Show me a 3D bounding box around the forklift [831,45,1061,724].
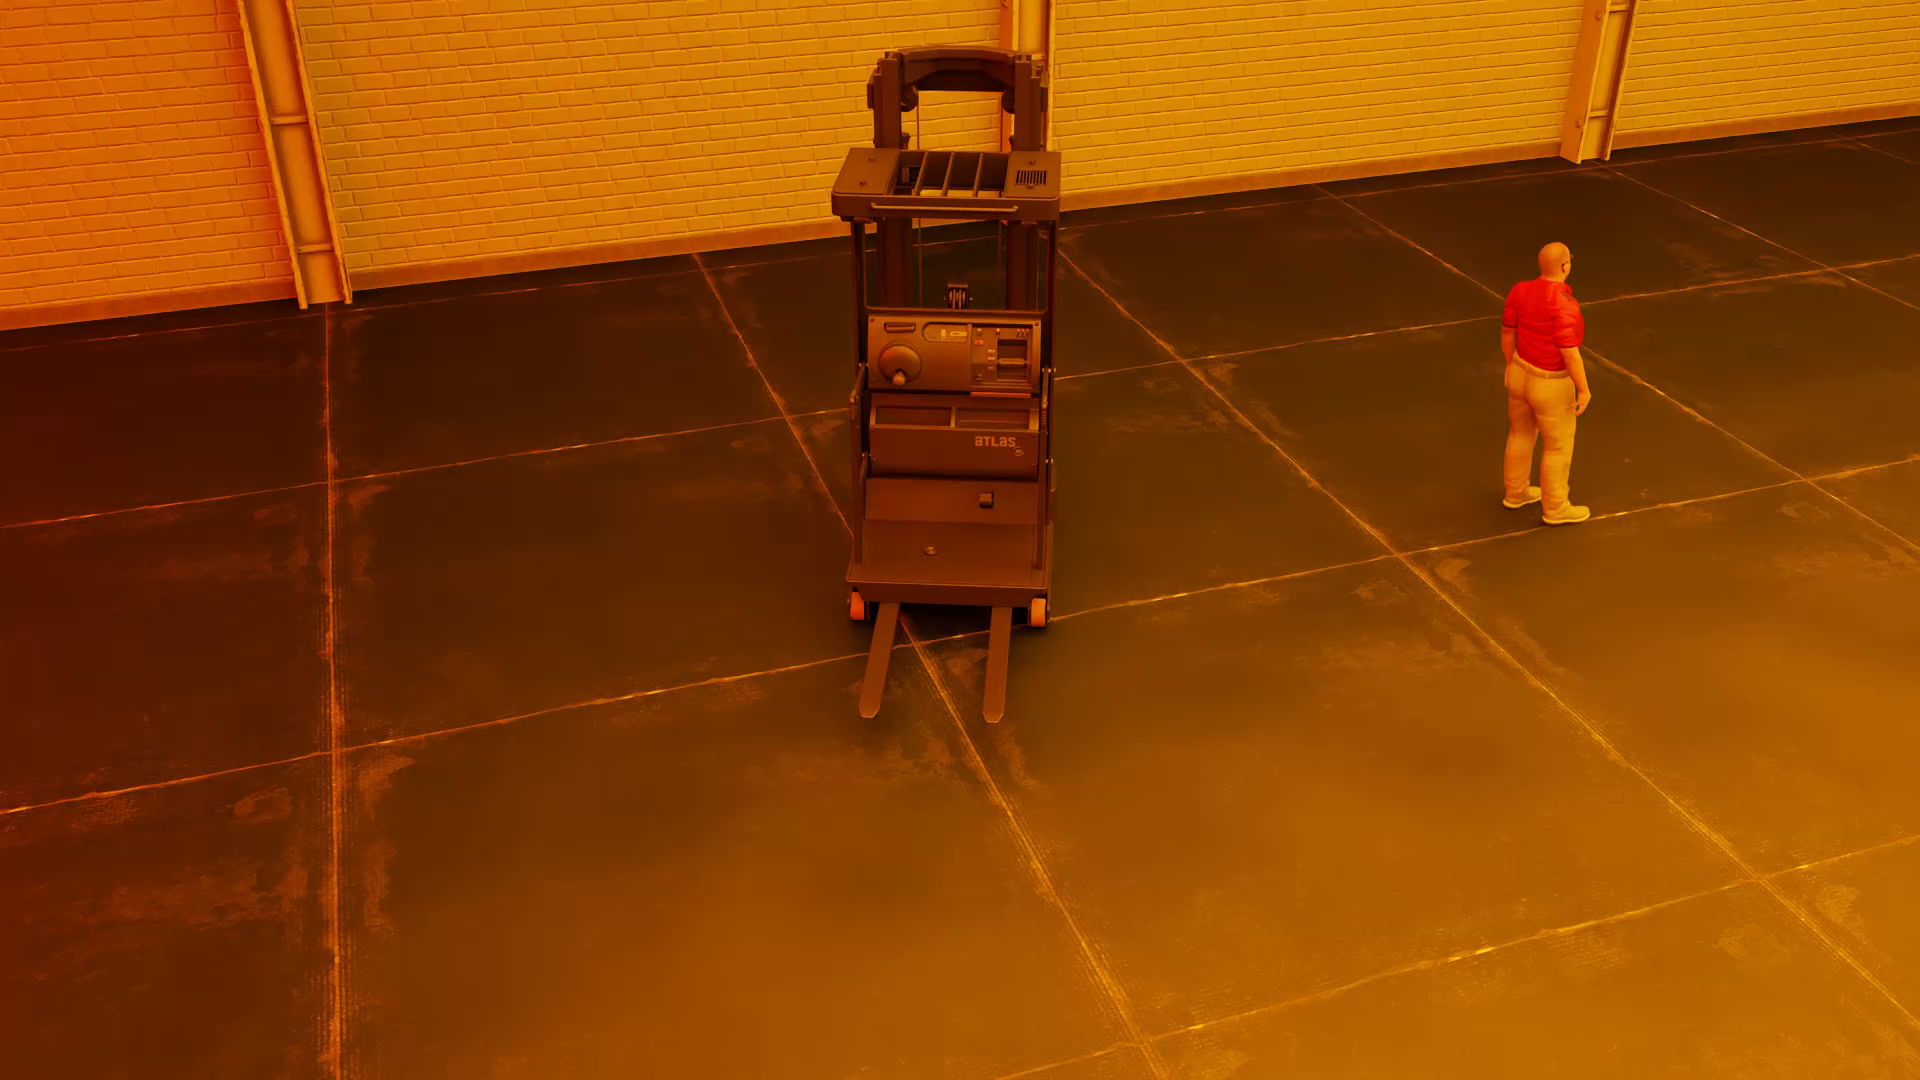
[{"bbox_3d":[-0.044,-0.958,8.751,1.130,2.935,3.031,2,30,3],"label":"forklift"}]

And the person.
[{"bbox_3d":[3.541,-0.951,9.944,0.524,1.736,0.628,-15,33,-24],"label":"person"}]
